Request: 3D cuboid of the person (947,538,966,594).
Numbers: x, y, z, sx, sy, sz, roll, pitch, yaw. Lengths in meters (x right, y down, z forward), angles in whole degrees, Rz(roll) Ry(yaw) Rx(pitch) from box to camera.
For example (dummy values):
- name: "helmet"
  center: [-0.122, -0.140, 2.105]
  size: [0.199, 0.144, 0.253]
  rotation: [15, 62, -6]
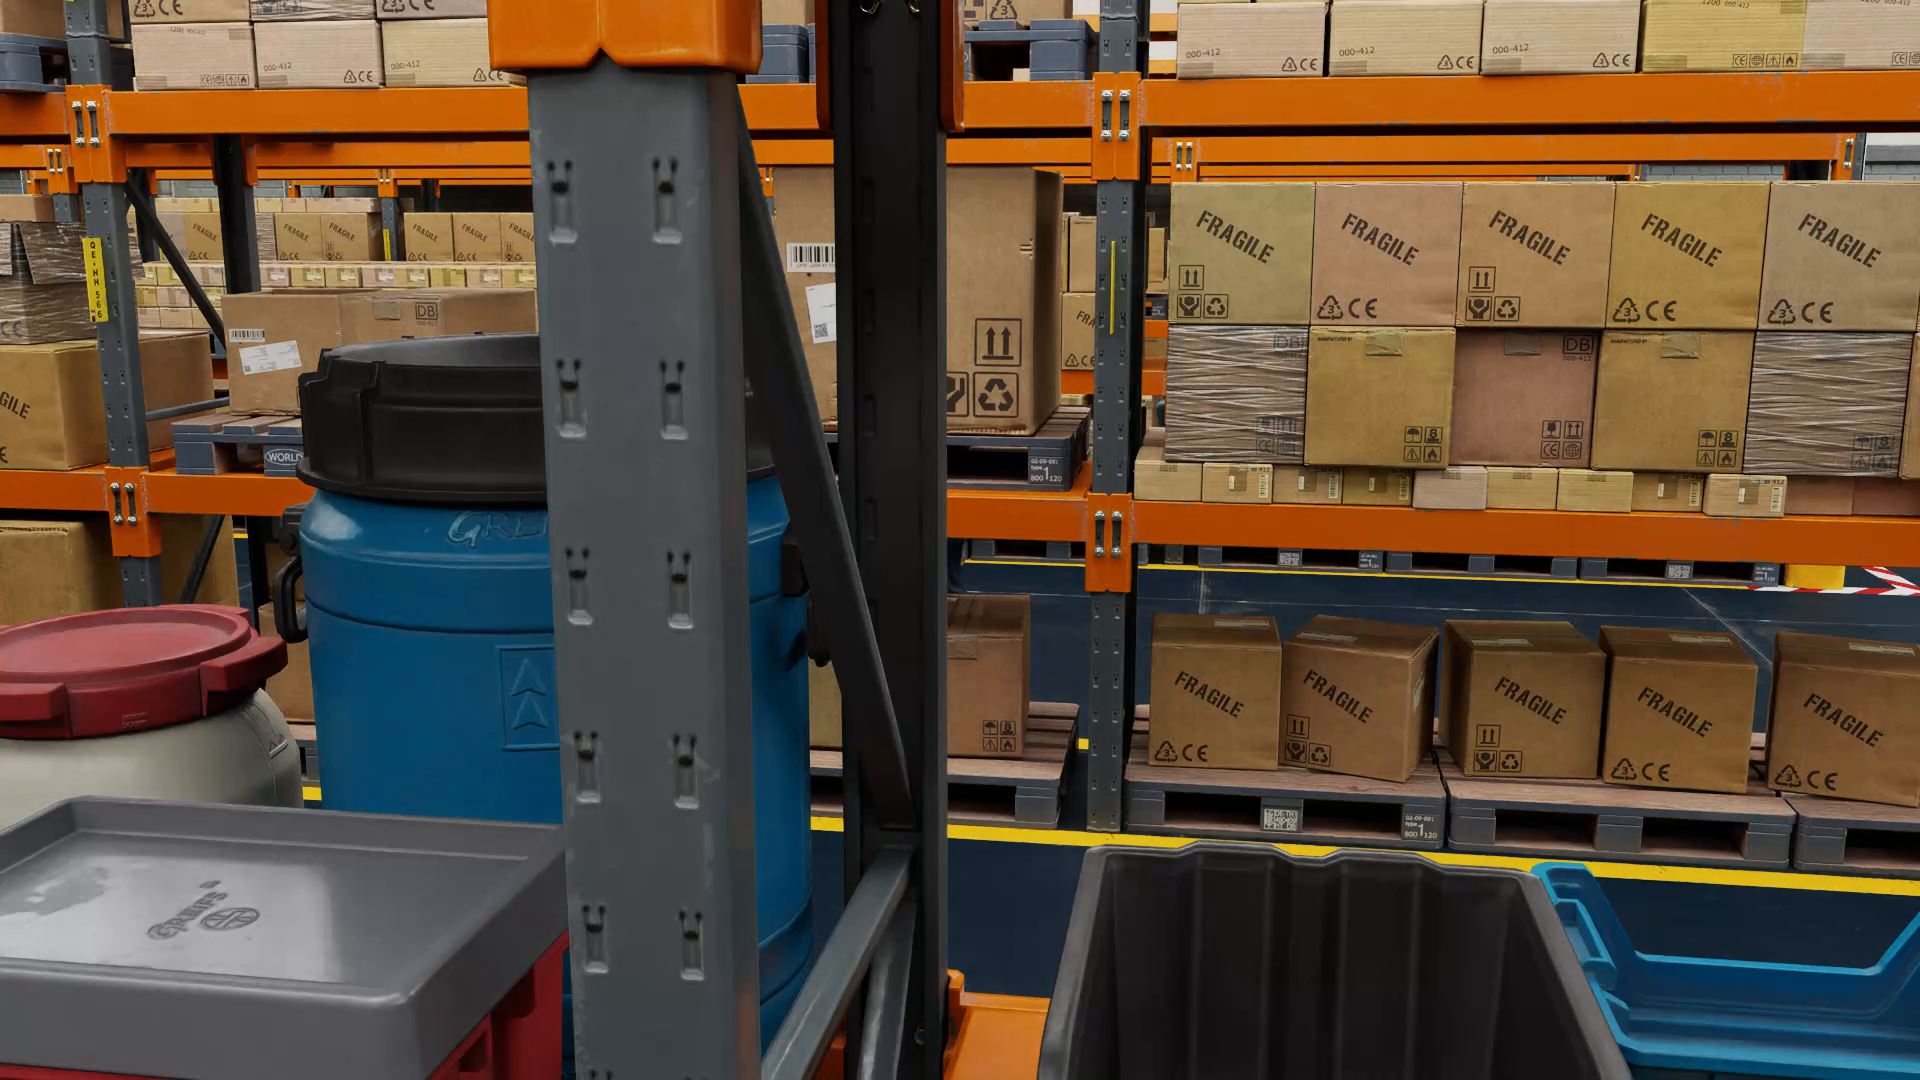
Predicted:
- name: "person"
  center: [-0.177, -0.285, 9.444]
  size: [0.585, 1.623, 0.442]
  rotation: [2, 11, 8]
